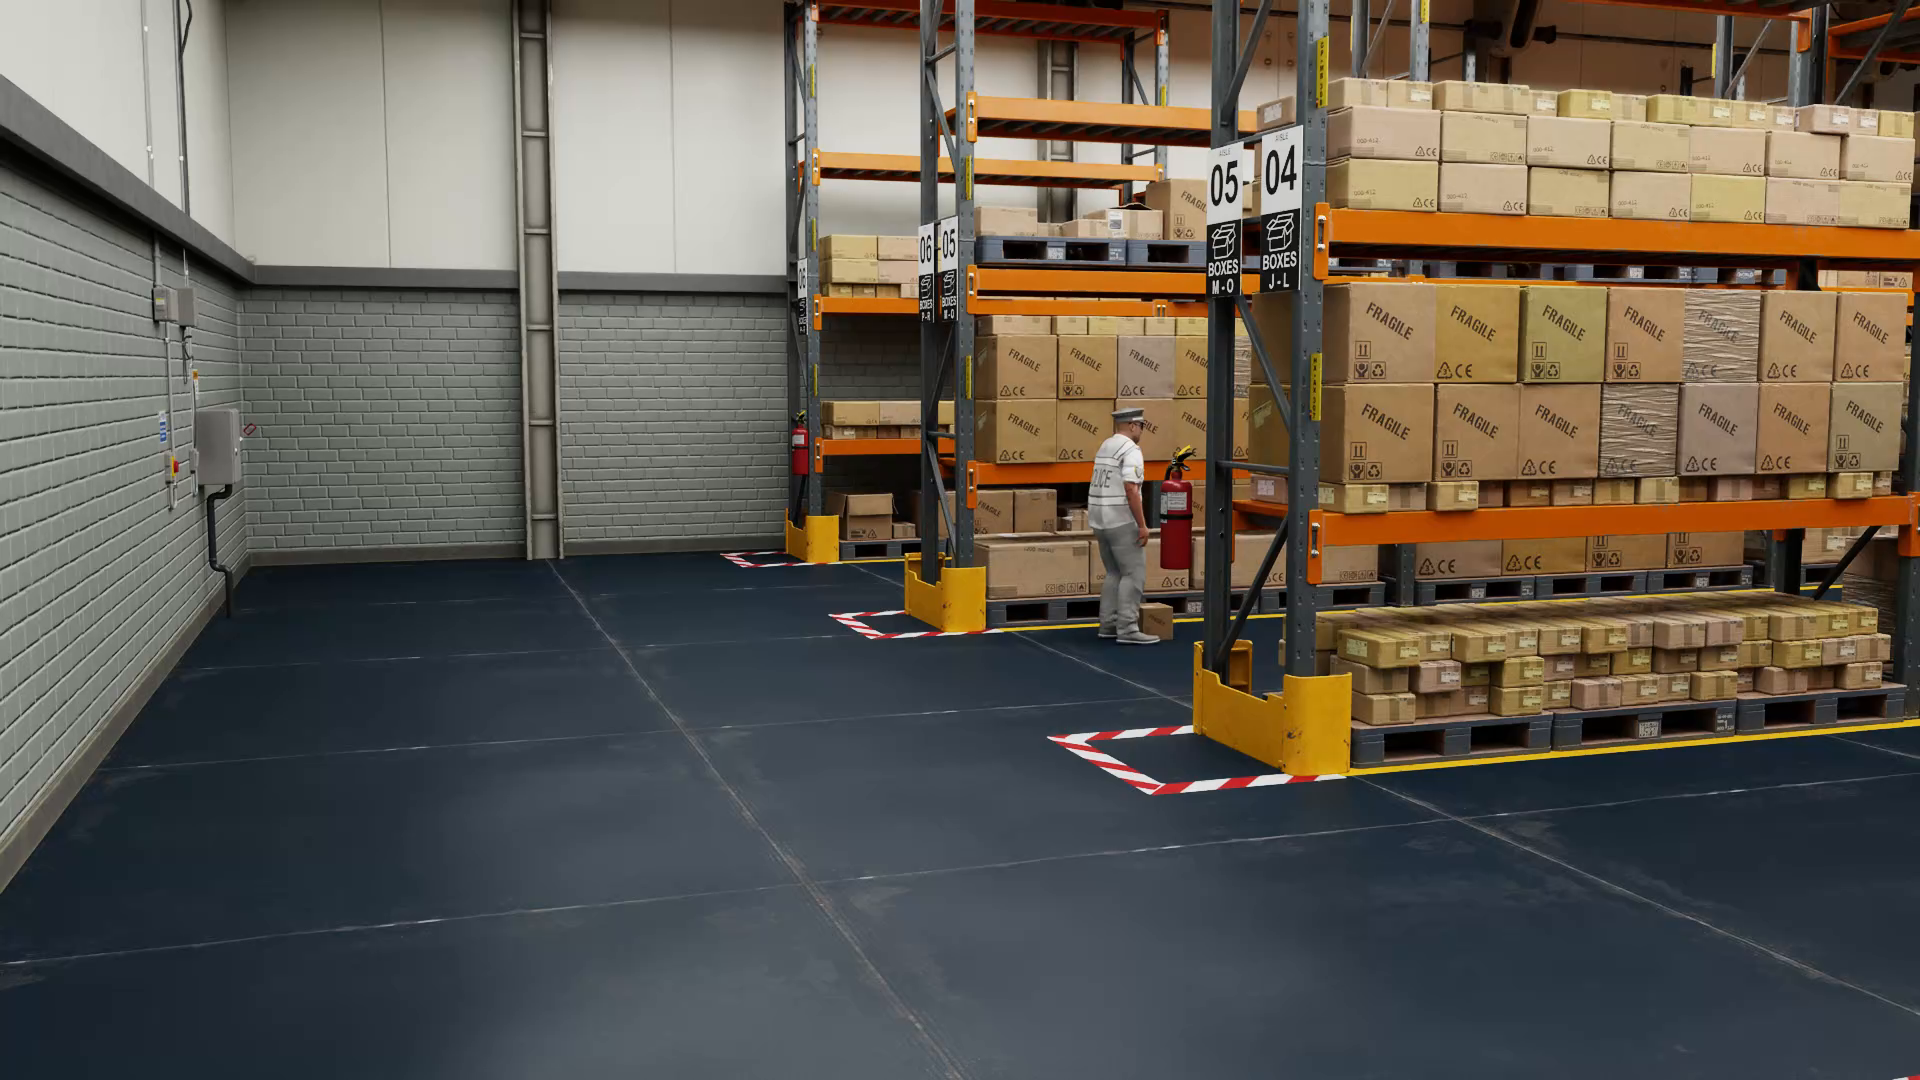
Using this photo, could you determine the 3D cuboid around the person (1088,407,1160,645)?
[{"bbox_3d":[1.197,-0.116,12.435,0.433,1.750,0.608,-2,6,-22],"label":"person"}]
